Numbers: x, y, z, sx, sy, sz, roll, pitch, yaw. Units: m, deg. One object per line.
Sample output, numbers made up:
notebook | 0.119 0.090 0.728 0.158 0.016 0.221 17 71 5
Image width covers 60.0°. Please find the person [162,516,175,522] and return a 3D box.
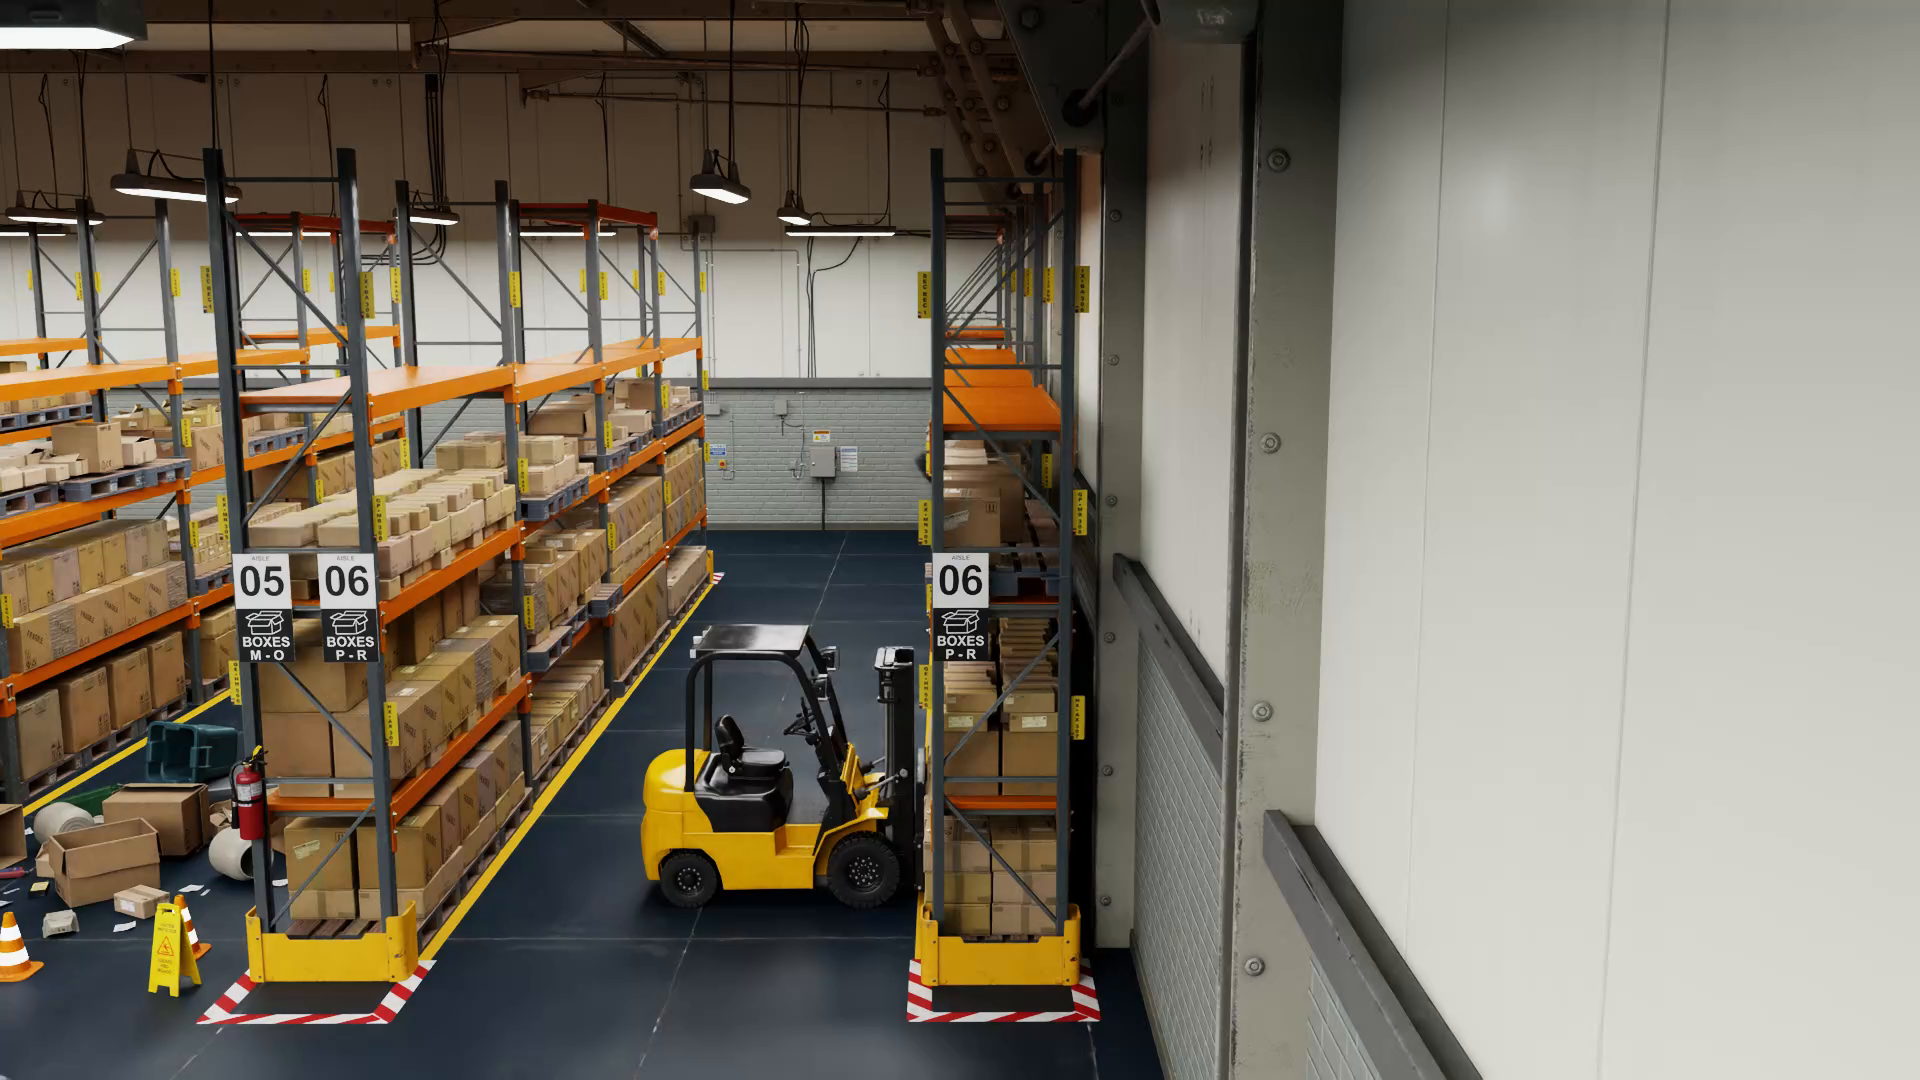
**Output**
person | -11.268 0.514 23.758 0.700 1.737 0.633 -1 9 -4
